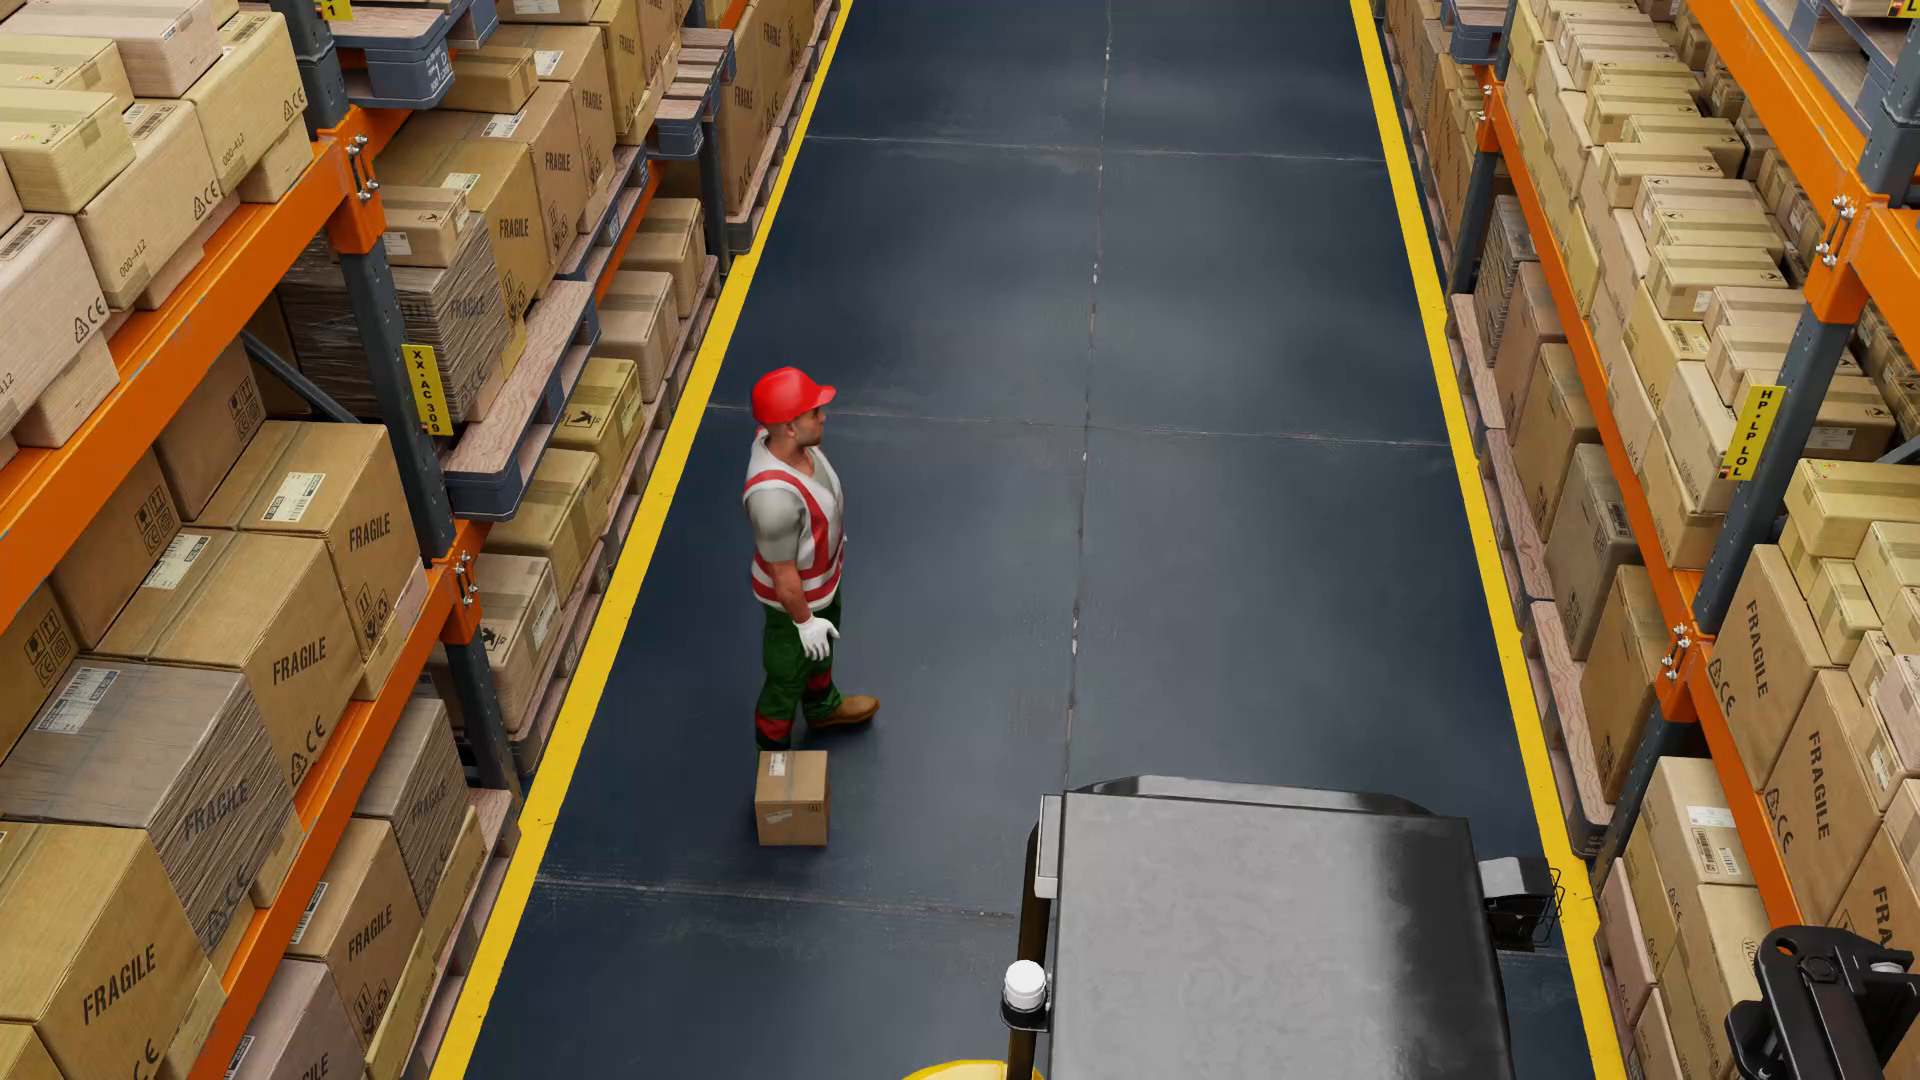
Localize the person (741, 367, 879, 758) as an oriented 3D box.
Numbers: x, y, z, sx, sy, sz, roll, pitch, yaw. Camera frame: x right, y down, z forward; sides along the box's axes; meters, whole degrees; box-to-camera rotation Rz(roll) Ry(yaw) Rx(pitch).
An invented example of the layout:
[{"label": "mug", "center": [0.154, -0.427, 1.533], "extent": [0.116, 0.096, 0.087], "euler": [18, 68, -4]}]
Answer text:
[{"label": "person", "center": [-0.557, 0.140, 5.920], "extent": [0.420, 1.788, 0.661], "euler": [4, 40, 5]}]
